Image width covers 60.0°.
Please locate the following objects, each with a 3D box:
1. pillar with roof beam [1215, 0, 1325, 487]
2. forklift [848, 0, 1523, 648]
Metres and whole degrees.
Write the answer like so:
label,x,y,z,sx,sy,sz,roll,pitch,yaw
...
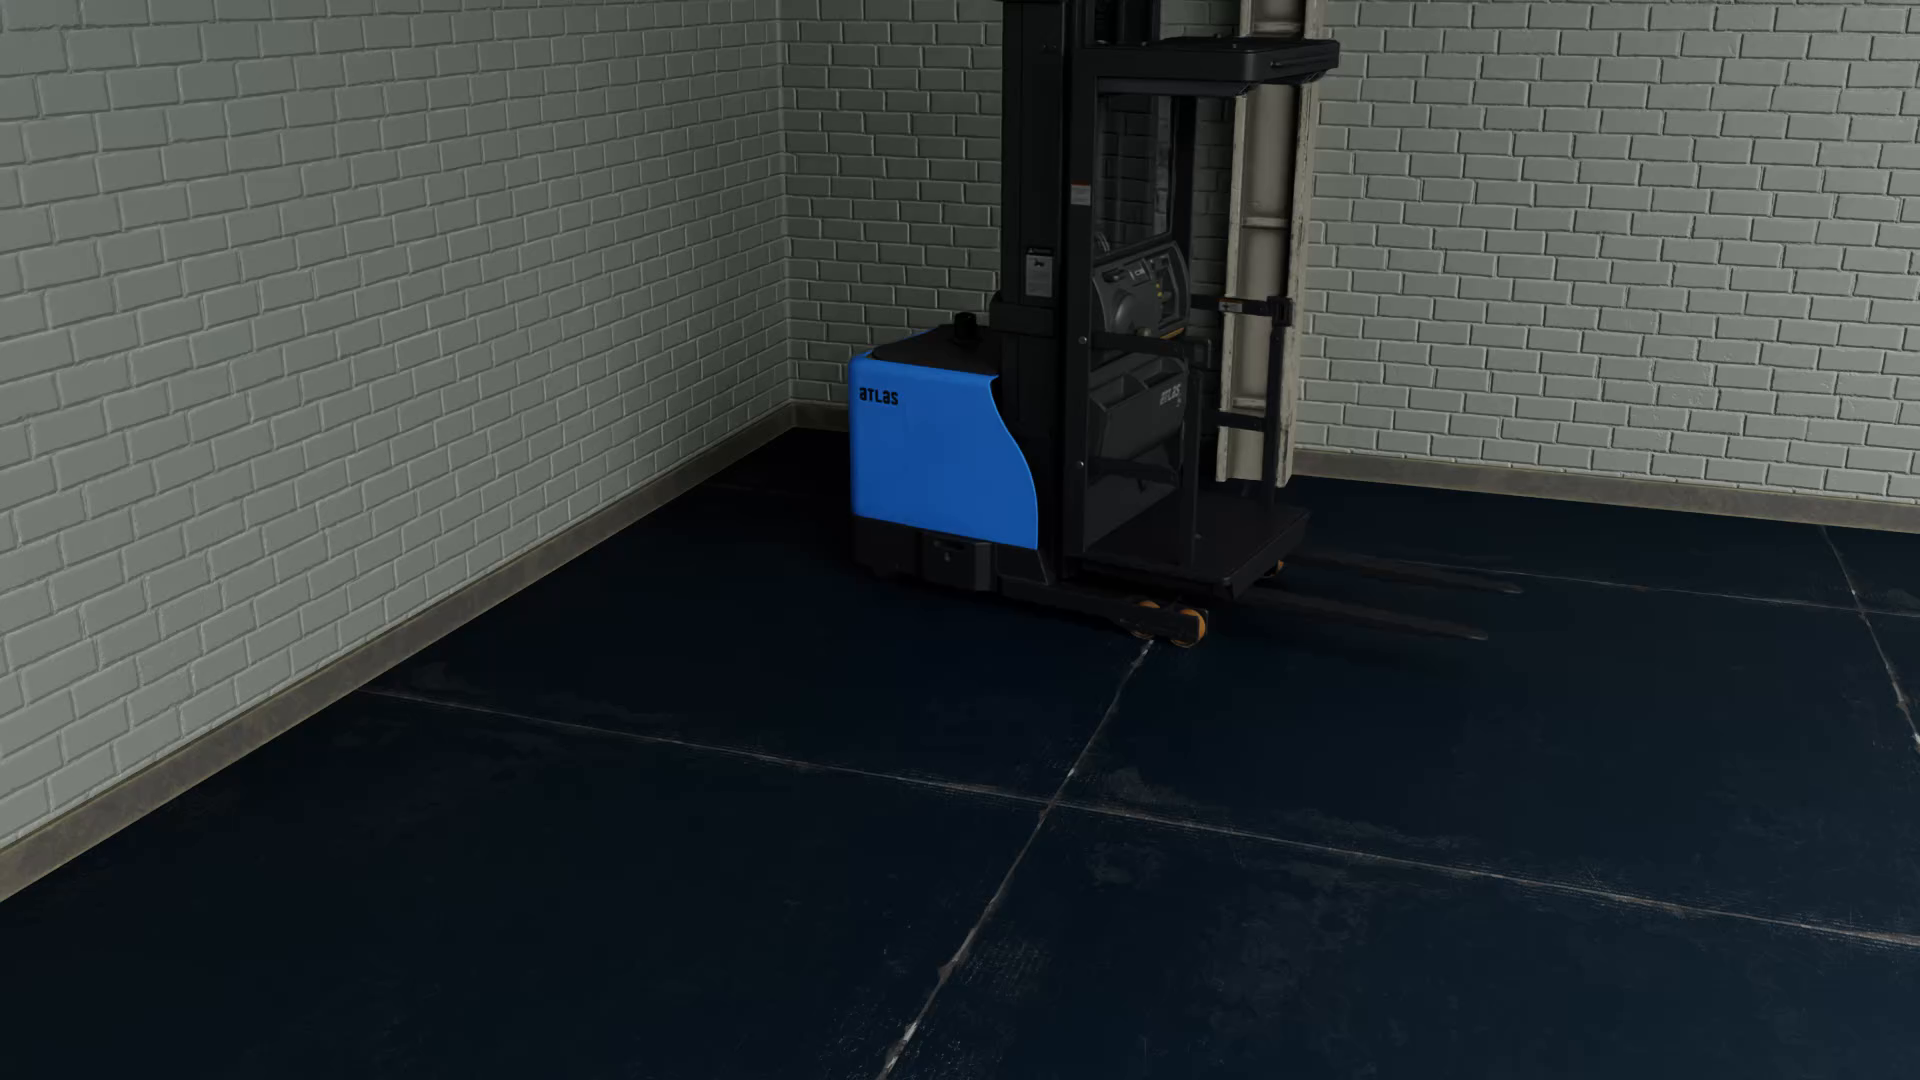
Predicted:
label,x,y,z,sx,sy,sz,roll,pitch,yaw
pillar with roof beam,0.288,-3.278,4.307,0.400,9.000,9.100,7,20,18
forklift,0.992,-1.116,7.324,3.031,2.935,1.130,11,22,28
